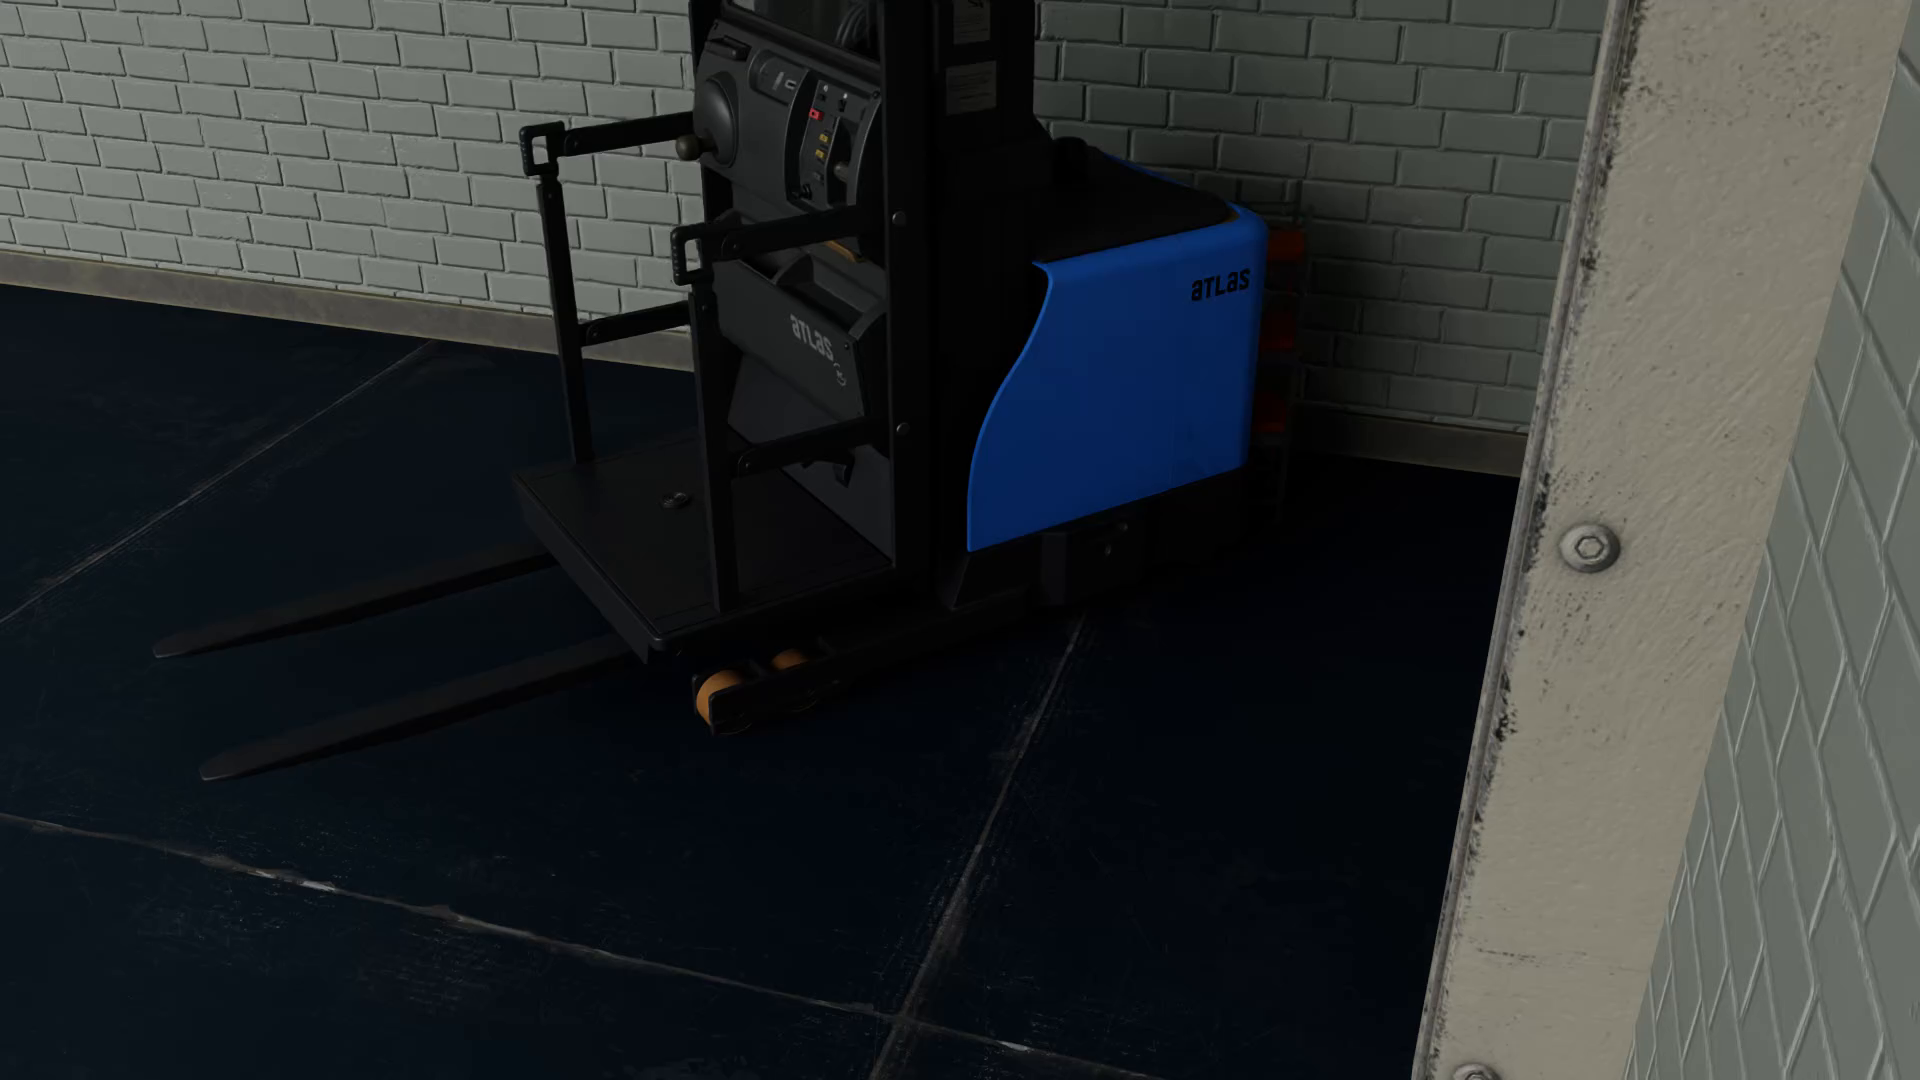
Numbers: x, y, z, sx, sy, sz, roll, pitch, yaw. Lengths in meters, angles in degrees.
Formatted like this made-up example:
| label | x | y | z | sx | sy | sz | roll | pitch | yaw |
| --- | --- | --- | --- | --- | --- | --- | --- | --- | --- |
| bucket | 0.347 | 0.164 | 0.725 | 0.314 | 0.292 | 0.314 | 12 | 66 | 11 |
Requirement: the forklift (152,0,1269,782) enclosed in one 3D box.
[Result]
| label | x | y | z | sx | sy | sz | roll | pitch | yaw |
| --- | --- | --- | --- | --- | --- | --- | --- | --- | --- |
| forklift | -0.629 | -1.066 | 4.152 | 3.031 | 2.935 | 1.130 | -17 | 33 | -28 |

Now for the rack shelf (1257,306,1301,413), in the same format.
| label | x | y | z | sx | sy | sz | roll | pitch | yaw |
| --- | --- | --- | --- | --- | --- | --- | --- | --- | --- |
| rack shelf | 0.936 | -0.568 | 5.213 | 0.215 | 0.259 | 0.240 | 1 | 29 | 2 |

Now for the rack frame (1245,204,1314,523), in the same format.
| label | x | y | z | sx | sy | sz | roll | pitch | yaw |
| --- | --- | --- | --- | --- | --- | --- | --- | --- | --- |
| rack frame | 0.931 | -0.518 | 5.101 | 0.200 | 1.050 | 0.008 | 1 | 29 | 2 |

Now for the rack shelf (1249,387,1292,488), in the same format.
| label | x | y | z | sx | sy | sz | roll | pitch | yaw |
| --- | --- | --- | --- | --- | --- | --- | --- | --- | --- |
| rack shelf | 0.936 | -0.326 | 5.348 | 0.215 | 0.259 | 0.240 | 1 | 29 | 2 |

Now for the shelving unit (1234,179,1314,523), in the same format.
| label | x | y | z | sx | sy | sz | roll | pitch | yaw |
| --- | --- | --- | --- | --- | --- | --- | --- | --- | --- |
| shelving unit | 0.936 | -0.578 | 5.208 | 0.215 | 1.050 | 0.252 | 1 | 29 | 2 |

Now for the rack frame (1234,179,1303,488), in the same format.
| label | x | y | z | sx | sy | sz | roll | pitch | yaw |
| --- | --- | --- | --- | --- | --- | --- | --- | --- | --- |
| rack frame | 0.941 | -0.637 | 5.314 | 0.200 | 1.050 | 0.008 | 1 | 29 | 2 |

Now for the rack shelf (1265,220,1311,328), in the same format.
| label | x | y | z | sx | sy | sz | roll | pitch | yaw |
| --- | --- | --- | --- | --- | --- | --- | --- | --- | --- |
| rack shelf | 0.936 | -0.816 | 5.075 | 0.215 | 0.259 | 0.240 | 1 | 29 | 2 |
